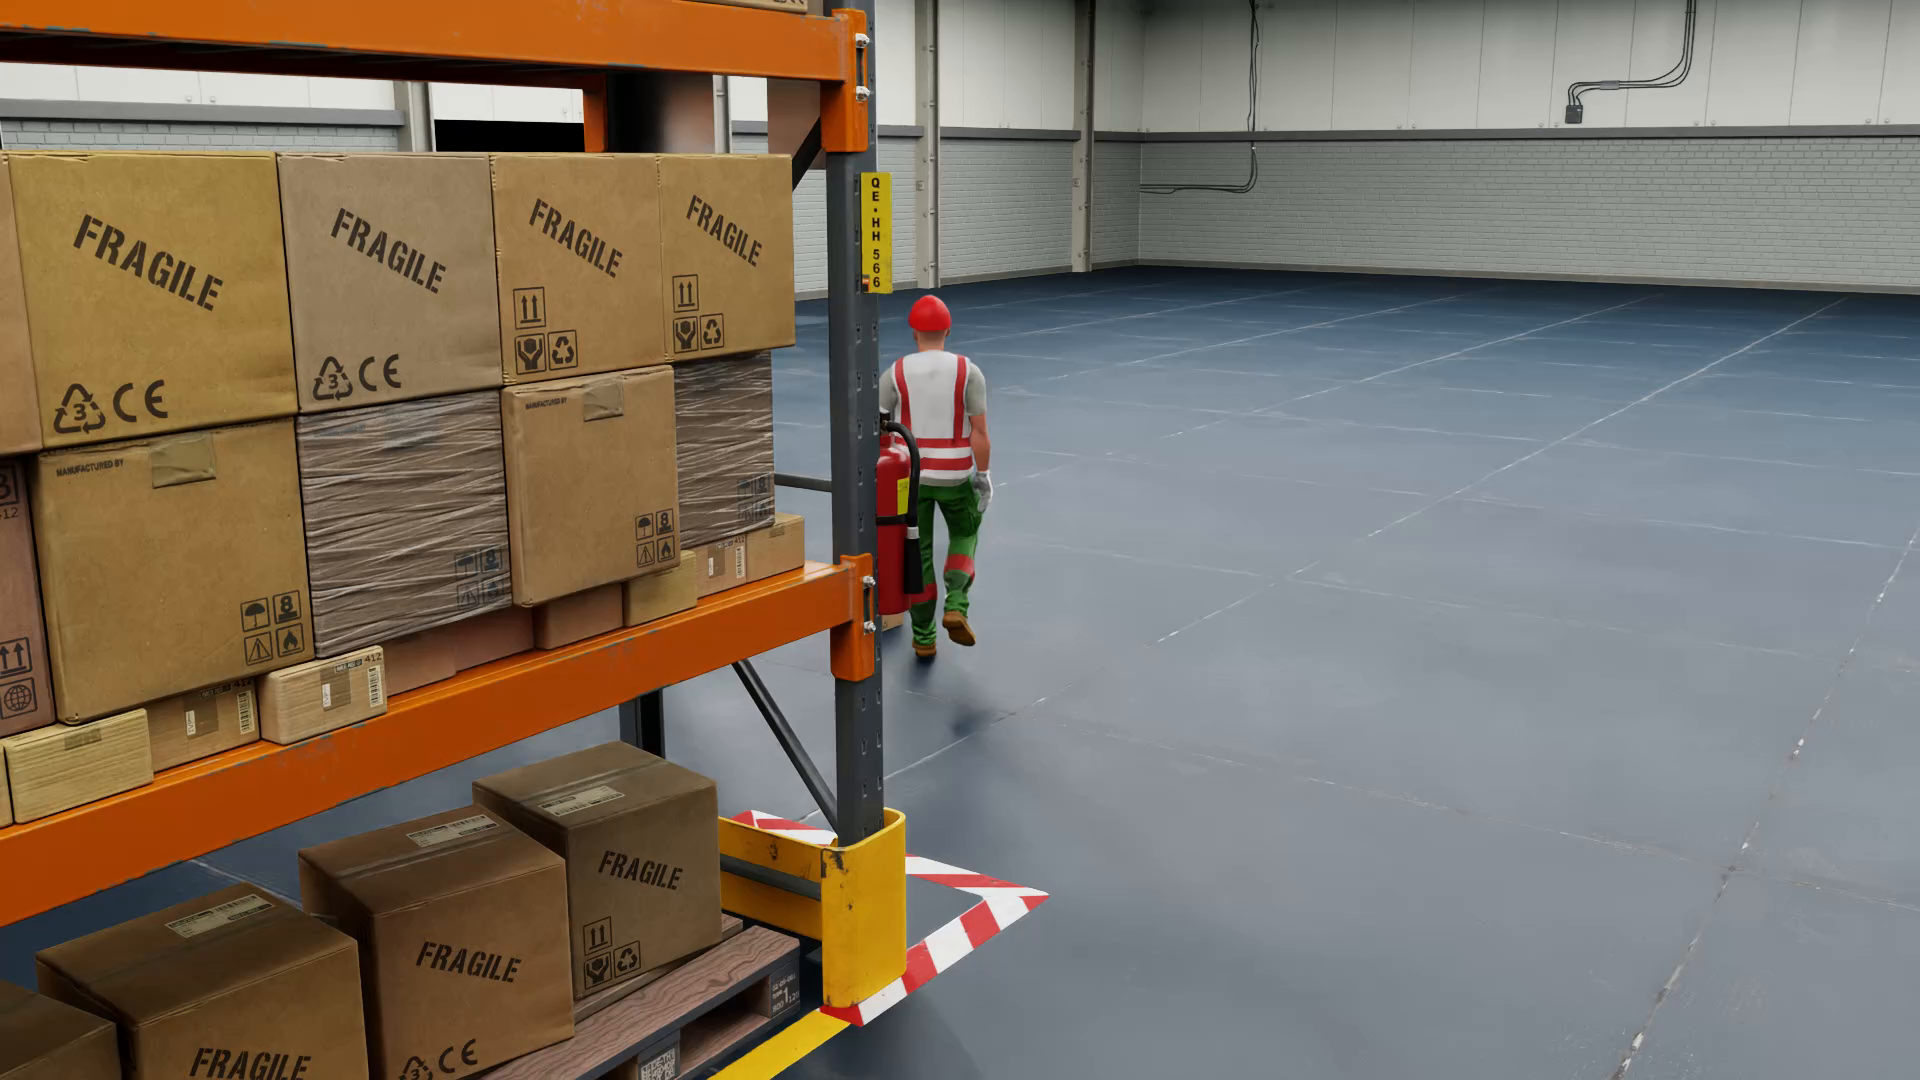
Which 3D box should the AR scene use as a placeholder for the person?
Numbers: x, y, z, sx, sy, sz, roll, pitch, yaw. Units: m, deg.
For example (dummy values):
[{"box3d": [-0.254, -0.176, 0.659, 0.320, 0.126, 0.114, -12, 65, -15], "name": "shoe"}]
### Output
[{"box3d": [-0.142, -0.320, 8.215, 0.599, 1.781, 0.452, -1, 13, -3], "name": "person"}]
